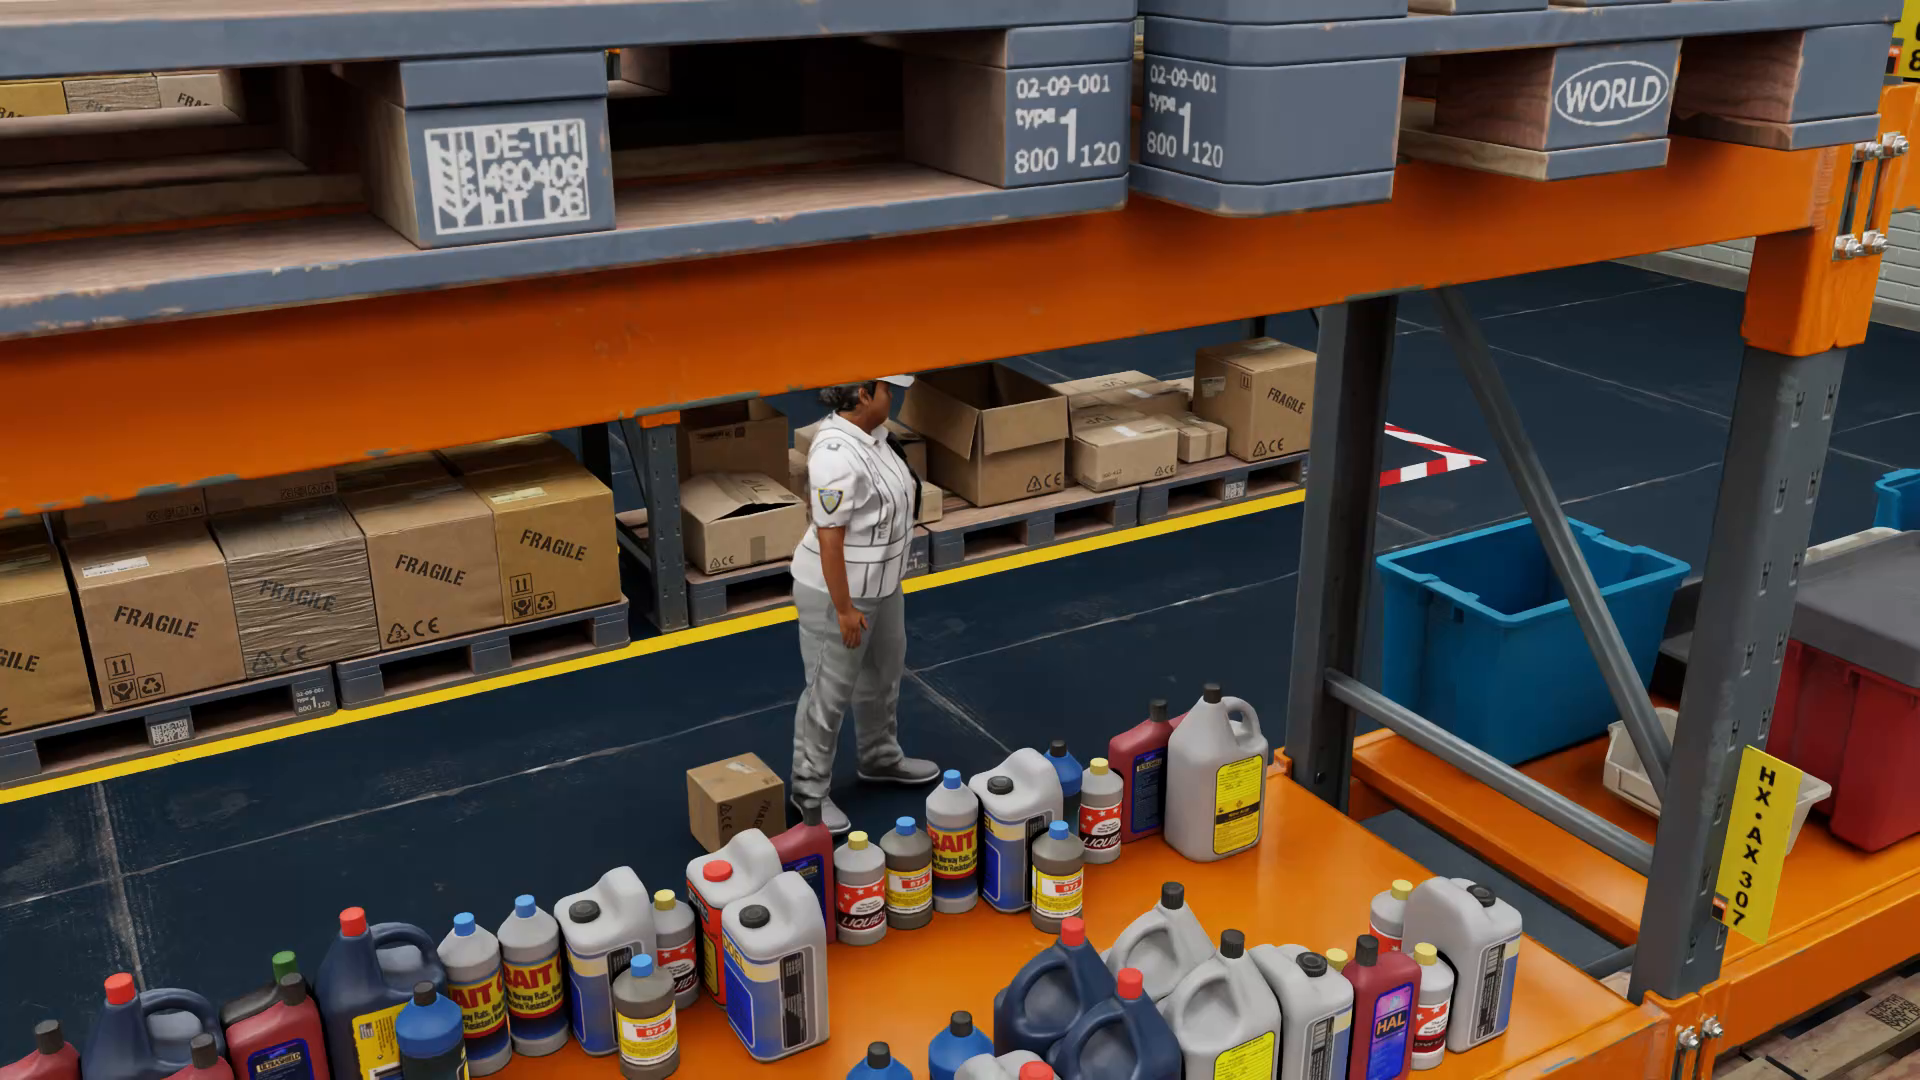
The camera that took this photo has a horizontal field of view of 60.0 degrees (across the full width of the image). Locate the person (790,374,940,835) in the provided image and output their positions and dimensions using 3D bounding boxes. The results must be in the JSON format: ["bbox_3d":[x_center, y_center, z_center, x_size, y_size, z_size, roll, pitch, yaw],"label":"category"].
[{"bbox_3d":[-0.354,0.158,5.640,0.451,1.661,0.543,6,23,15],"label":"person"}]
